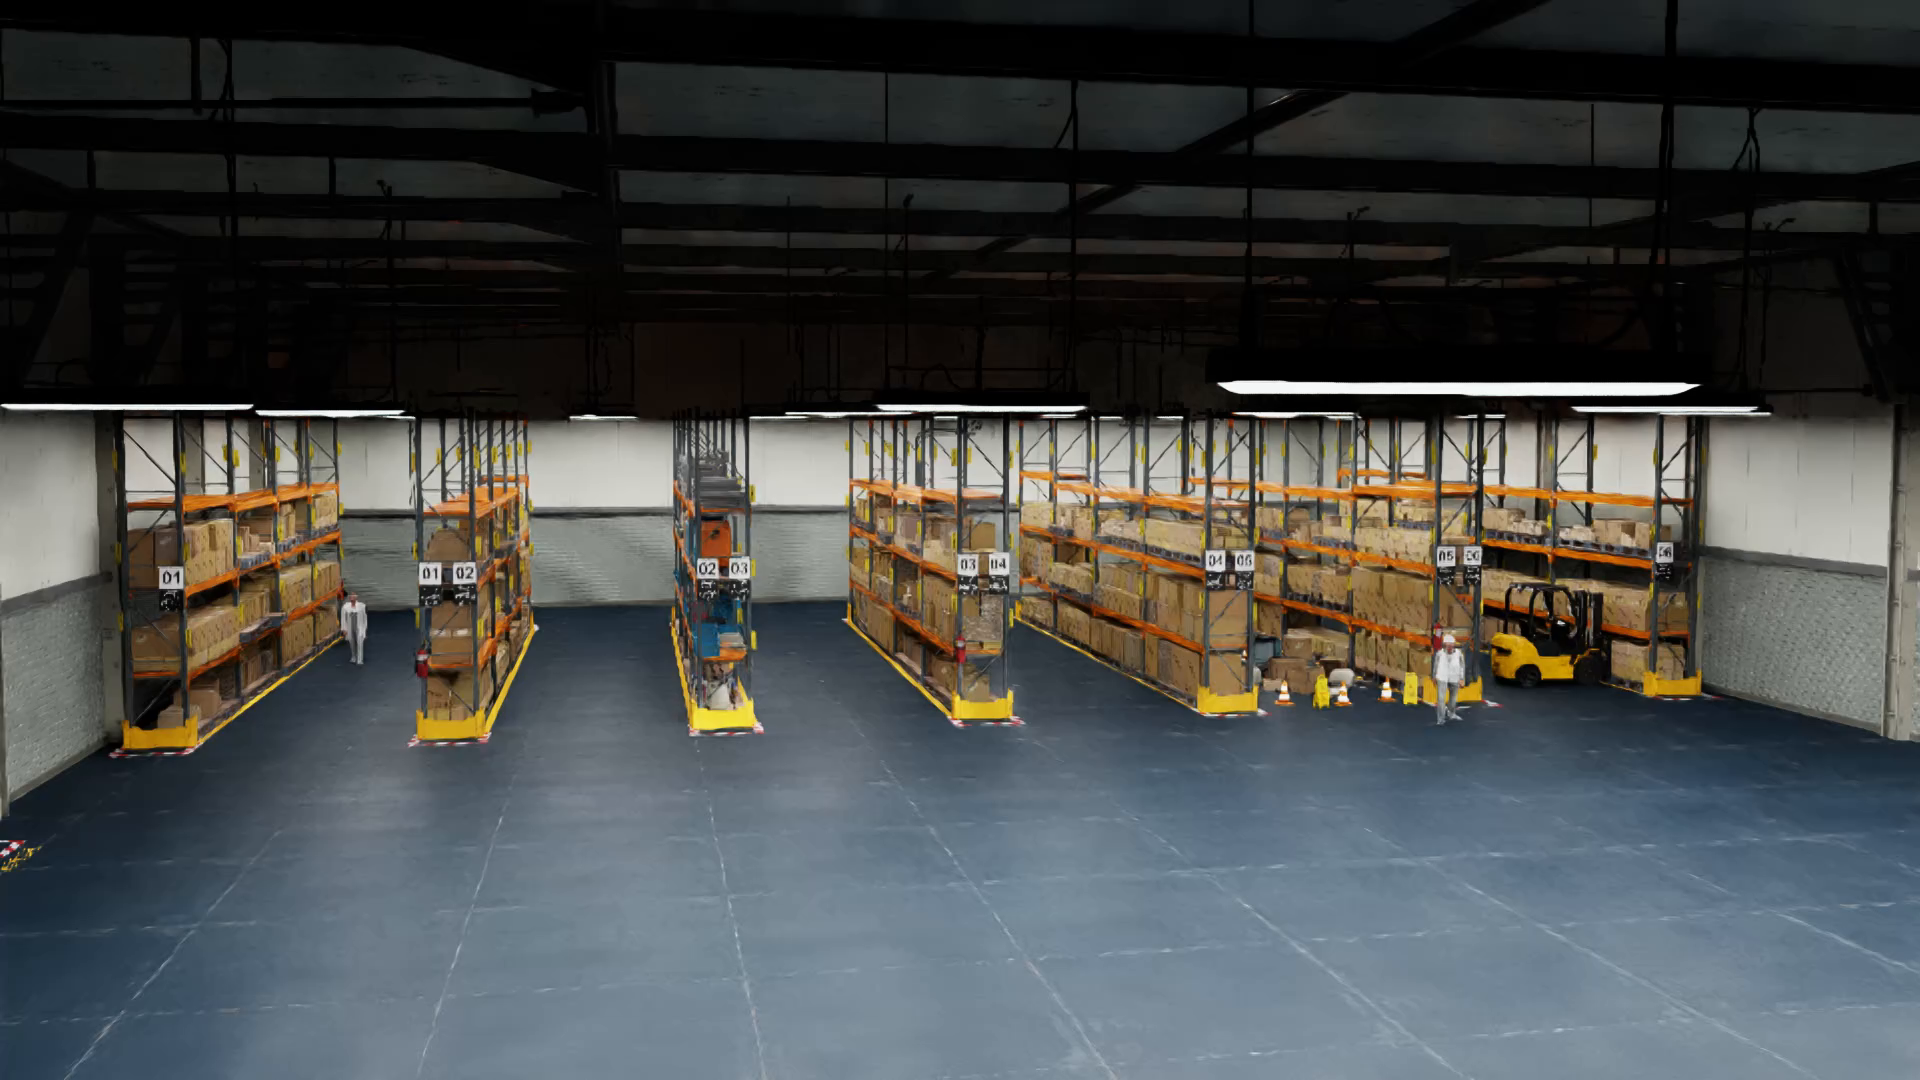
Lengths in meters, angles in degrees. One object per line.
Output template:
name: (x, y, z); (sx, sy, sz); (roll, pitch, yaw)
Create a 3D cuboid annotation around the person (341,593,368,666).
person: (-14.246, 2.076, 39.104); (0.599, 1.698, 1.204); (-1, 4, -13)

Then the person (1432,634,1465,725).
person: (9.259, 2.628, 31.513); (0.573, 1.721, 0.957); (1, 4, 11)
